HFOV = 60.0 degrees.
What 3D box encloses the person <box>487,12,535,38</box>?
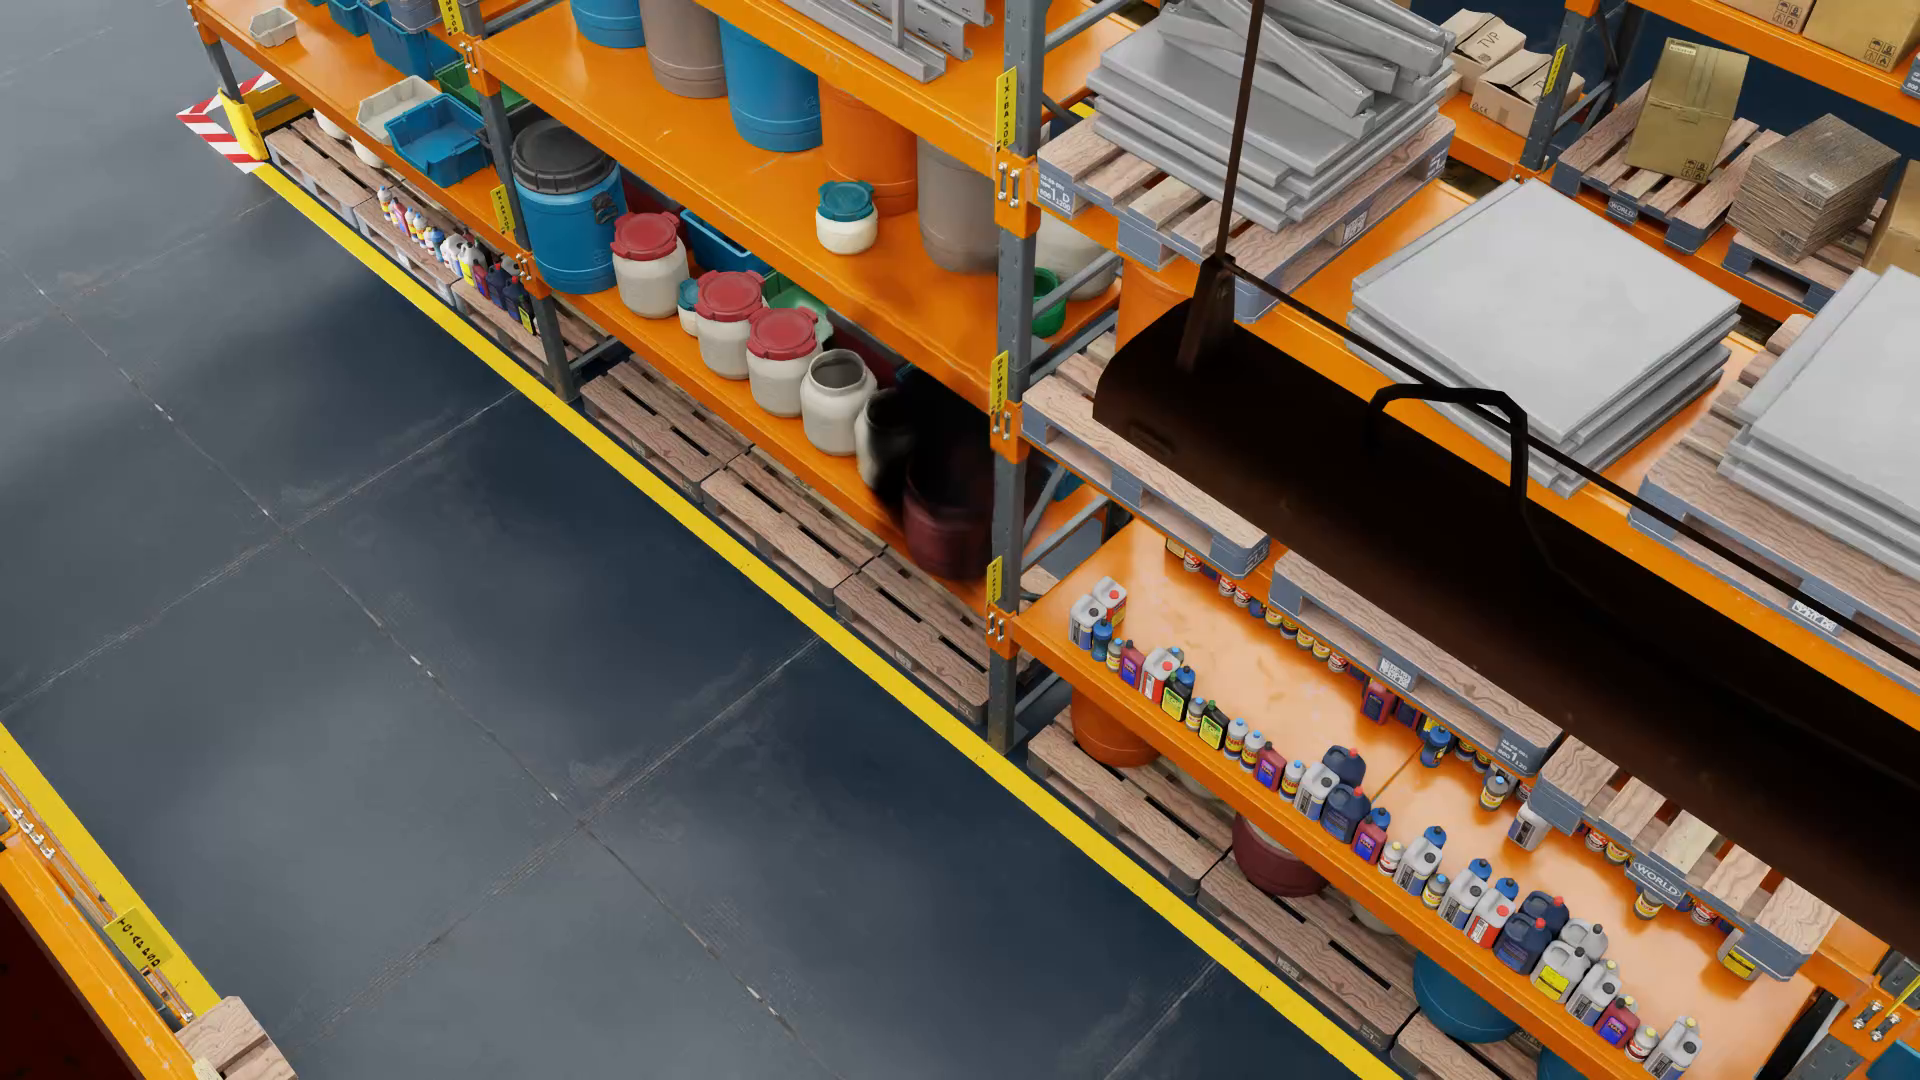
[{"bbox_3d":[-3.766,-4.487,13.117,0.787,1.592,0.585,23,54,18],"label":"person"}]
